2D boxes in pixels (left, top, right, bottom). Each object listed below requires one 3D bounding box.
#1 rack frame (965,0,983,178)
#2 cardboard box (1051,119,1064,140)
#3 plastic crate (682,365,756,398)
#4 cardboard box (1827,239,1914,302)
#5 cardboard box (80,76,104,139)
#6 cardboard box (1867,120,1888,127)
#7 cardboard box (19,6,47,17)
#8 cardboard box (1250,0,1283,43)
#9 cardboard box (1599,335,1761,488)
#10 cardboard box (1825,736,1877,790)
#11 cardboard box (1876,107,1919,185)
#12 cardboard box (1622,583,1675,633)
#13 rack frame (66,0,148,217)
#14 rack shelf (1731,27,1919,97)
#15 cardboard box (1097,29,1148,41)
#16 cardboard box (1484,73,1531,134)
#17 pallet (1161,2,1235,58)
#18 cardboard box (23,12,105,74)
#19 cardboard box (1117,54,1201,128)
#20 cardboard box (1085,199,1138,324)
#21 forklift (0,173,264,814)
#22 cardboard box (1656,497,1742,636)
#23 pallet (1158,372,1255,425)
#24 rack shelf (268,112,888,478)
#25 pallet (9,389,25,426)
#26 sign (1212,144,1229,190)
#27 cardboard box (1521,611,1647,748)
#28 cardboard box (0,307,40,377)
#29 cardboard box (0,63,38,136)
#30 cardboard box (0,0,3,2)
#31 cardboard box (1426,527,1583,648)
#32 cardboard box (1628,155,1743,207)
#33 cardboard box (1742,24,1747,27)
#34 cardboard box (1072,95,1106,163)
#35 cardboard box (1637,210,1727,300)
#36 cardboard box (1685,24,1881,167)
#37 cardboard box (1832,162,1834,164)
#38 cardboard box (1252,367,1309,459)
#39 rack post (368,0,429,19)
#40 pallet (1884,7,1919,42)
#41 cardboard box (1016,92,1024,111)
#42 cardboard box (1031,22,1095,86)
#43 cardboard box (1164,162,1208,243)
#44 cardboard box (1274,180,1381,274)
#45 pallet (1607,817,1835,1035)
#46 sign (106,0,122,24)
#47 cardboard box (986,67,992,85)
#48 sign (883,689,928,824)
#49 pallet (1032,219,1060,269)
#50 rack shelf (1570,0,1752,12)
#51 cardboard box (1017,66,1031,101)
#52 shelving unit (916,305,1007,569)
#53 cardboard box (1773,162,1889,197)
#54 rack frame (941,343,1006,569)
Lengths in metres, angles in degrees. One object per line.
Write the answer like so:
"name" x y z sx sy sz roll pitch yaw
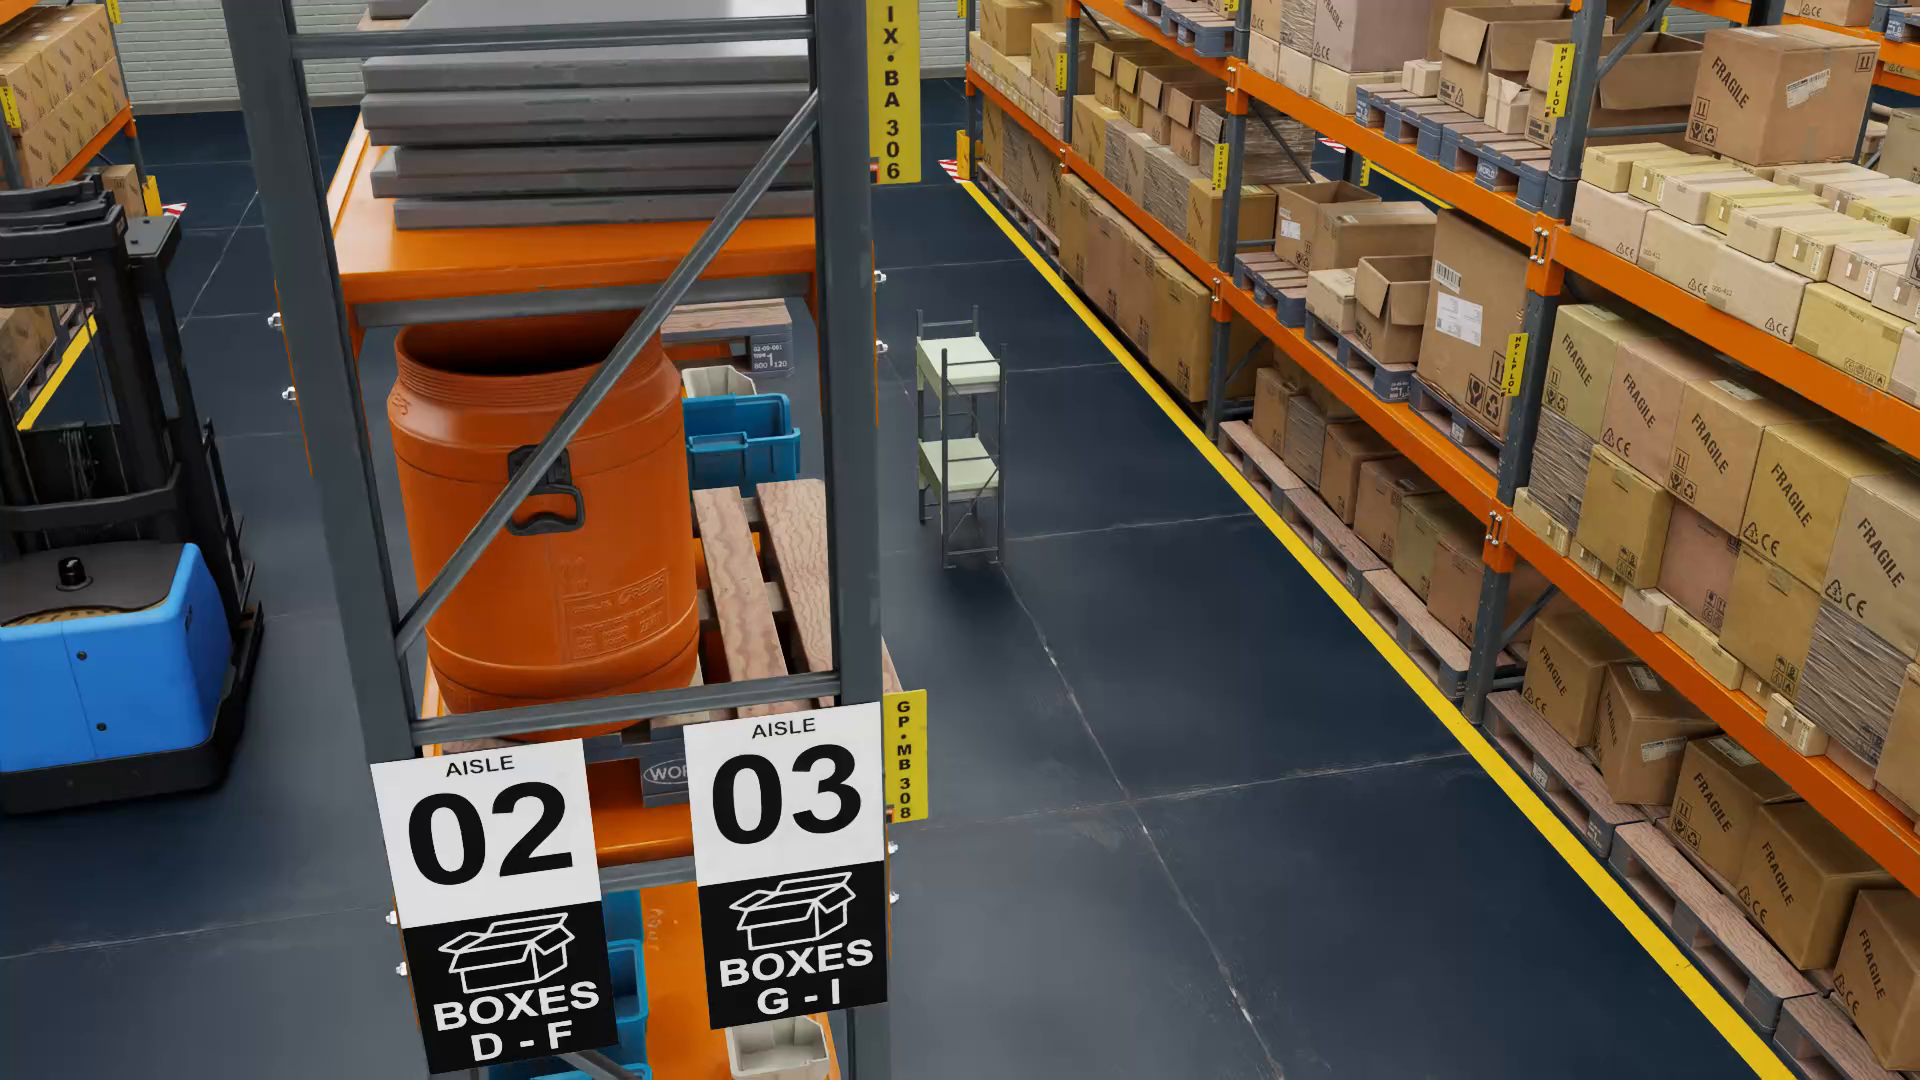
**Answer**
"rack frame" 0.564 -5.669 18.999 1.000 3.000 0.127 -6 27 -12
"cardboard box" 1.078 -3.901 15.776 0.380 0.149 0.250 -6 27 -11
"plastic crate" -0.802 -0.456 5.634 0.243 0.136 0.396 -6 27 -12
"cardboard box" 3.463 -0.999 6.142 0.380 0.149 0.250 -5 27 -10
"cardboard box" -8.495 -4.093 15.767 0.500 0.500 0.500 -6 27 -11
"cardboard box" 7.244 -3.298 13.453 0.380 0.149 0.250 -7 28 -13
"cardboard box" -9.245 -4.934 16.323 0.500 0.500 0.500 -5 27 -10
"cardboard box" 2.222 -3.531 10.770 0.500 0.500 0.500 -6 27 -11
"cardboard box" 3.236 -0.582 7.370 0.500 0.500 0.500 -6 27 -12
"cardboard box" 3.607 0.816 6.430 0.380 0.149 0.250 -6 27 -12
"cardboard box" 7.314 -2.909 12.311 0.700 0.500 0.500 -6 27 -12
"cardboard box" 3.233 0.277 7.498 0.380 0.149 0.250 -6 27 -12
"rack frame" -9.088 -4.665 17.009 1.000 3.000 0.127 -6 27 -12
"rack shelf" 10.670 -5.476 19.416 1.077 0.370 4.000 -6 27 -12
"cardboard box" 1.607 -4.550 15.786 0.500 0.500 0.500 -6 27 -12
"cardboard box" 2.959 -2.270 8.619 0.396 0.266 0.258 -5 27 -10
"pallet" 2.170 -3.689 11.957 1.213 0.211 1.003 -5 27 -9
"cardboard box" -8.605 -4.767 15.991 0.500 0.500 0.500 -5 27 -10
"cardboard box" 1.761 -3.823 14.118 0.797 0.503 0.637 -6 27 -11
"cardboard box" 1.831 -2.481 14.575 1.225 0.875 0.875 -7 28 -13
"forklift" -4.668 -0.593 9.018 1.130 2.935 3.031 -7 28 -14
"cardboard box" 3.599 0.058 7.212 0.875 0.500 0.500 -6 27 -12
"pallet" 2.263 -1.266 13.370 1.003 0.211 1.213 -6 27 -12
"rack shelf" -1.106 -1.199 4.727 1.077 0.370 4.000 -6 27 -12
"pallet" -7.688 -0.774 12.396 1.003 0.211 1.213 -6 27 -12
"sign" 1.827 -2.616 11.666 0.100 0.325 0.005 -6 27 -12
"cardboard box" 3.320 0.707 8.675 0.500 0.500 0.500 -7 28 -13
"cardboard box" -7.693 -1.584 13.191 0.500 0.500 0.500 -6 27 -11
"cardboard box" -8.019 -3.635 13.749 0.500 0.500 0.500 -5 27 -10
"cardboard box" -8.055 -4.419 13.361 0.500 0.250 0.500 -6 27 -12
"cardboard box" 3.151 0.247 9.565 0.700 0.500 0.500 -8 28 -16
"cardboard box" 3.168 -1.567 7.268 0.380 0.149 0.250 -7 28 -14
"cardboard box" 10.048 -6.480 20.495 0.500 0.500 0.500 -6 27 -12
"cardboard box" 1.326 -3.730 15.047 0.500 0.500 0.500 -6 27 -11
"cardboard box" 3.244 -1.218 7.018 0.500 0.250 0.500 -6 27 -12
"cardboard box" 3.618 -1.969 7.344 0.500 0.500 0.500 -7 28 -13
"cardboard box" 7.258 -3.026 13.576 0.380 0.149 0.250 -5 27 -9
"cardboard box" 2.537 -0.945 11.927 0.700 0.500 0.500 -7 28 -14
"rack post" -1.123 -1.634 4.431 0.937 0.300 0.954 -6 27 -13
"pallet" 7.419 -3.594 11.768 1.213 0.211 1.003 -5 27 -9
"cardboard box" 0.788 -4.466 16.894 0.380 0.149 0.250 -6 27 -12
"cardboard box" 0.992 -4.709 16.101 0.500 0.500 0.500 -6 27 -11
"cardboard box" 1.908 -2.613 12.833 0.500 0.500 0.500 -6 27 -12
"cardboard box" 2.528 -2.156 11.462 0.500 0.500 0.500 -9 28 -18
"pallet" 3.733 1.672 7.550 1.003 0.211 1.213 -6 27 -12
"sign" -8.543 -5.370 16.772 0.100 0.325 0.005 -6 27 -12
"cardboard box" 0.500 -5.028 18.009 0.380 0.149 0.250 -6 27 -12
"sign" -0.119 0.461 3.516 0.100 0.325 0.005 -6 27 -12
"pallet" 1.370 -3.010 16.826 1.003 0.211 1.213 -6 27 -12
"rack shelf" 2.818 -3.458 9.202 1.077 0.370 4.000 -6 27 -12
"cardboard box" 0.876 -4.597 16.712 0.500 0.250 0.500 -5 27 -11
"shelving unit" 0.002 -0.667 10.753 0.431 1.500 0.755 -6 27 -12
"cardboard box" 3.735 -1.510 7.154 0.380 0.149 0.250 -7 28 -14
"rack frame" 0.084 -0.506 10.434 0.400 1.500 0.023 -6 27 -12
